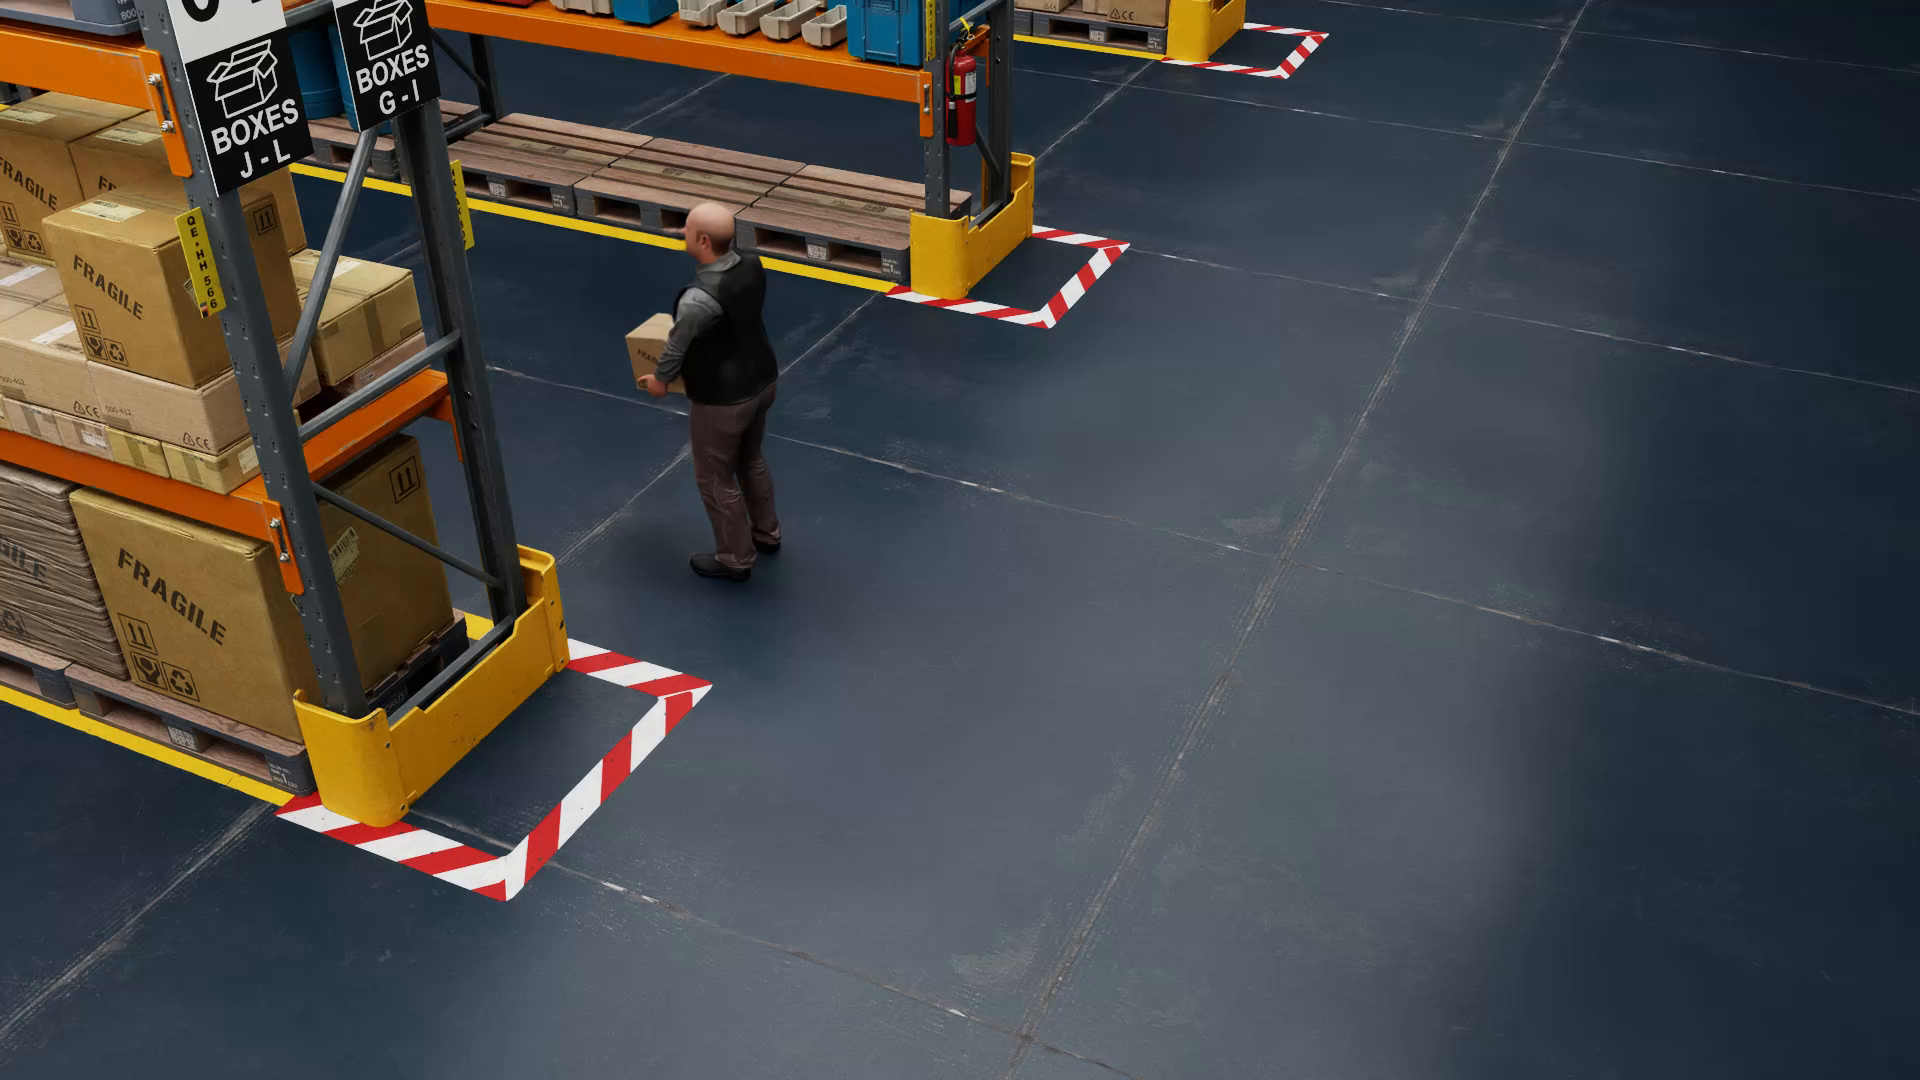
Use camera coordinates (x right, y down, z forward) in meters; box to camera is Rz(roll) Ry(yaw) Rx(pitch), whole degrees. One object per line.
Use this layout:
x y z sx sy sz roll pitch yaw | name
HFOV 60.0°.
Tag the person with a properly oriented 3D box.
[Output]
-1.079 -0.641 7.141 0.560 1.718 0.495 14 36 20 | person
